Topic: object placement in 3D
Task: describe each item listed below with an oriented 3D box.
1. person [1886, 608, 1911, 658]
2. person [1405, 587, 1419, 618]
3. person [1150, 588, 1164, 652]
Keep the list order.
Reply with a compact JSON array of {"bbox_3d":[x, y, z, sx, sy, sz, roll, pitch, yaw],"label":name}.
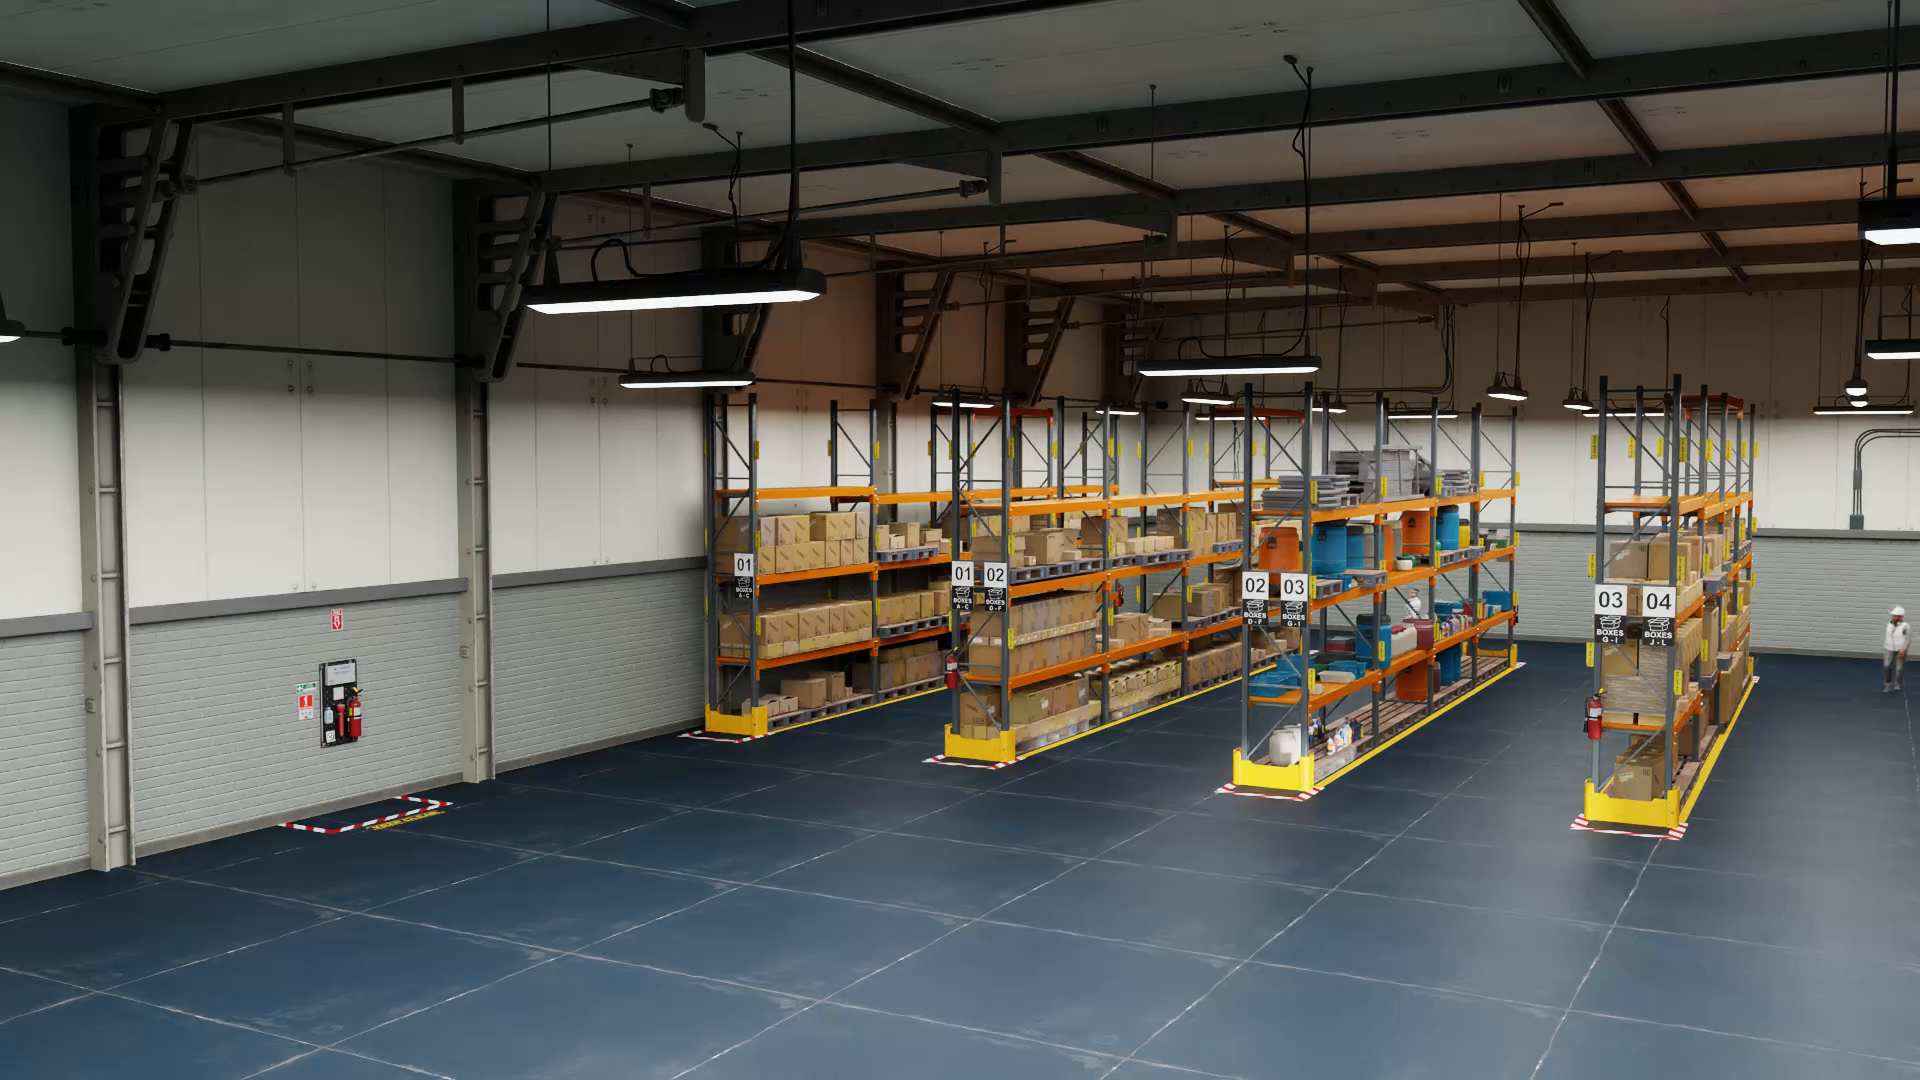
[{"bbox_3d":[19.352,1.903,34.278,0.486,1.019,0.611,2,4,35],"label":"person"},{"bbox_3d":[11.068,1.975,40.665,0.917,1.653,0.536,0,3,-3],"label":"person"},{"bbox_3d":[4.925,1.962,40.671,0.451,1.566,0.861,2,3,27],"label":"person"}]
